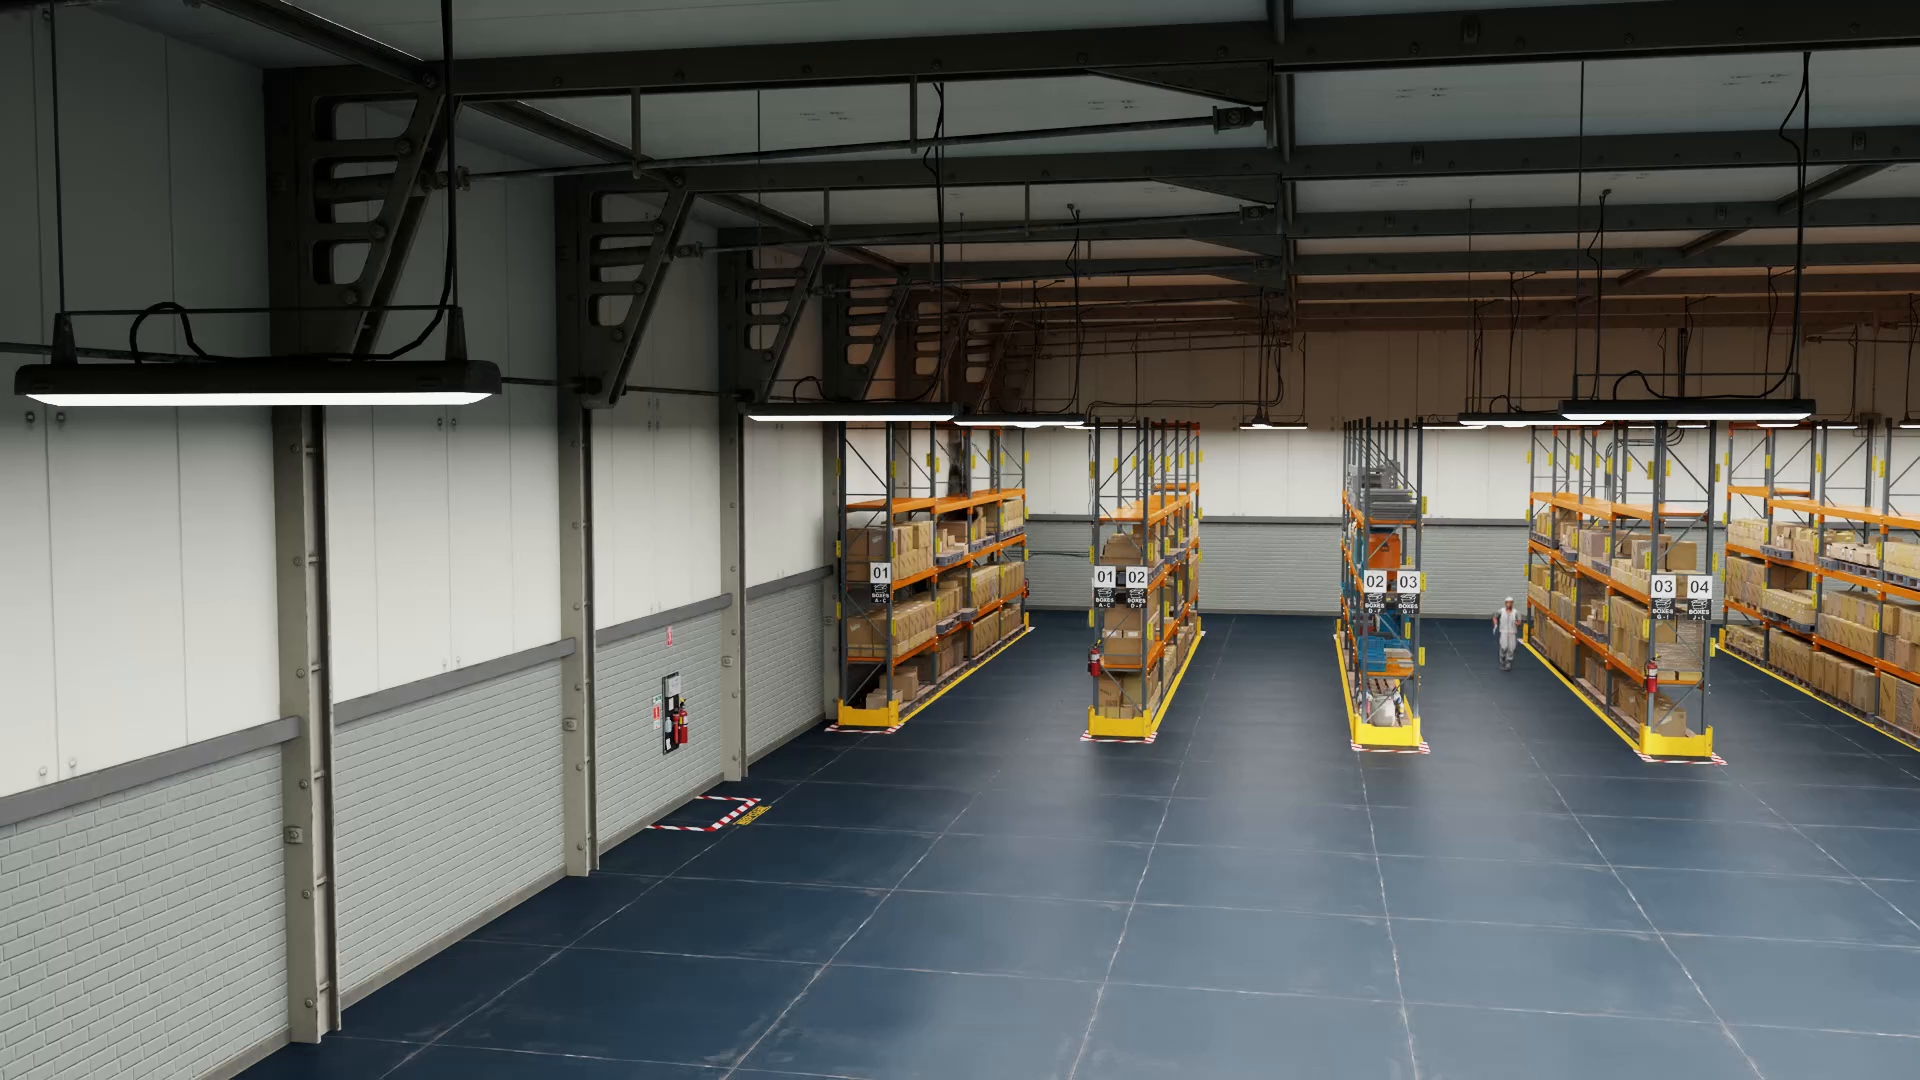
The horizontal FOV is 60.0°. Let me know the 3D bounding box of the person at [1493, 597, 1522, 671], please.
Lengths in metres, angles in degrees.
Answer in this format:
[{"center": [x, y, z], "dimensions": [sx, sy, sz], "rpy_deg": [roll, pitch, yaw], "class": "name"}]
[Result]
[{"center": [13.085, 2.252, 39.709], "dimensions": [0.640, 1.778, 0.694], "rpy_deg": [1, 4, 11], "class": "person"}]
